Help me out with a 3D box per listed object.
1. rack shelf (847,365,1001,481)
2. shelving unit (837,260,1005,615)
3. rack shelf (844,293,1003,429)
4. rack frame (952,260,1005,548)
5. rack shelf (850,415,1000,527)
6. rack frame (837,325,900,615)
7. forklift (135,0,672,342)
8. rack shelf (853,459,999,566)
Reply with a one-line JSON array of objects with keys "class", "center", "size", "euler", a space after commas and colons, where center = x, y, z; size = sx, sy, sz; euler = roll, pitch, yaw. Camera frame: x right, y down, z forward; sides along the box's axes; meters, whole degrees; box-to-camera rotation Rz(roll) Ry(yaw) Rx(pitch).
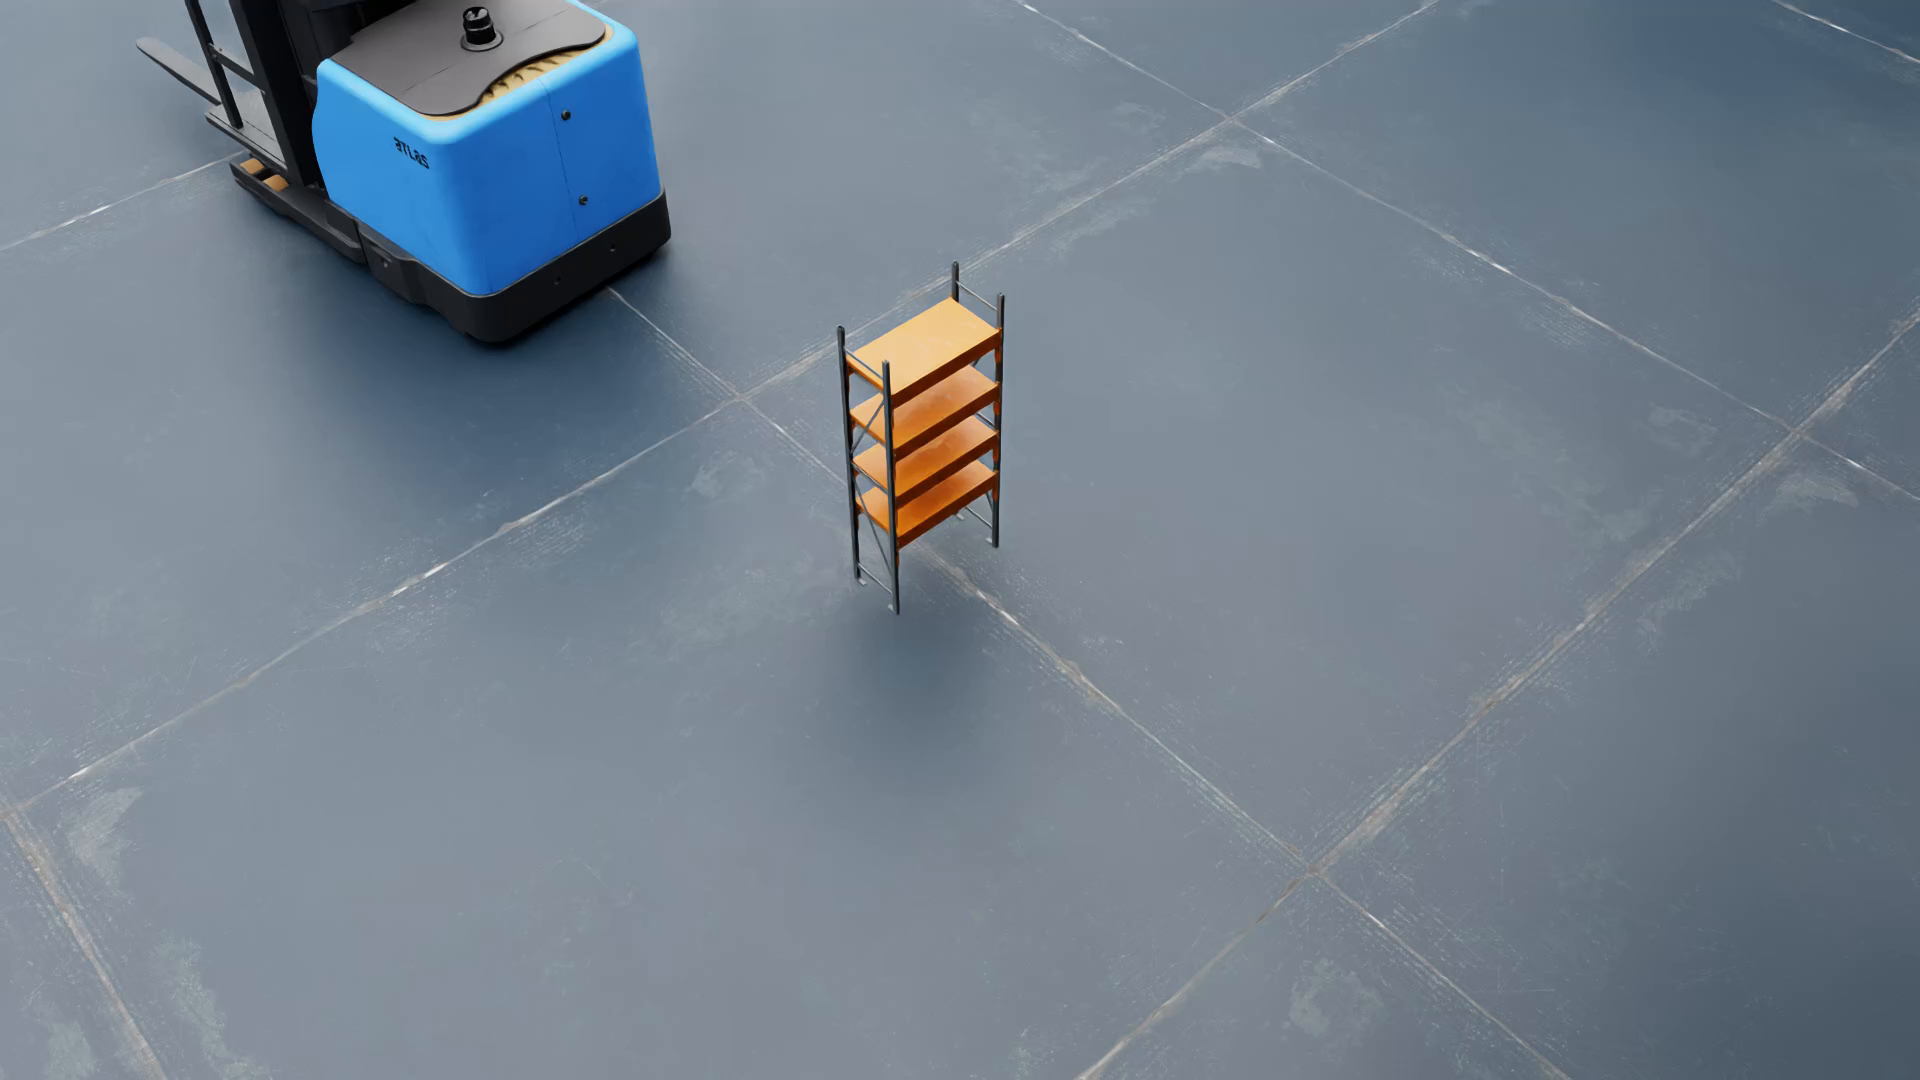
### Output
[{"class": "rack shelf", "center": [-0.122, -0.431, 5.619], "size": [0.480, 0.148, 0.258], "euler": [-34, 56, -27]}, {"class": "shelving unit", "center": [-0.122, -0.325, 5.734], "size": [0.503, 1.200, 0.258], "euler": [-34, 56, -27]}, {"class": "rack shelf", "center": [-0.122, -0.592, 5.445], "size": [0.480, 0.148, 0.258], "euler": [-34, 56, -27]}, {"class": "rack frame", "center": [0.058, -0.446, 5.845], "size": [0.015, 1.200, 0.240], "euler": [-34, 56, -27]}, {"class": "rack shelf", "center": [-0.122, -0.279, 5.783], "size": [0.480, 0.148, 0.258], "euler": [-34, 56, -27]}, {"class": "rack frame", "center": [-0.303, -0.204, 5.622], "size": [0.015, 1.200, 0.240], "euler": [-34, 56, -27]}, {"class": "forklift", "center": [-2.724, -2.758, 6.800], "size": [3.031, 2.935, 1.130], "euler": [33, 55, 27]}, {"class": "rack shelf", "center": [-0.122, -0.145, 5.929], "size": [0.480, 0.148, 0.258], "euler": [-34, 56, -27]}]
